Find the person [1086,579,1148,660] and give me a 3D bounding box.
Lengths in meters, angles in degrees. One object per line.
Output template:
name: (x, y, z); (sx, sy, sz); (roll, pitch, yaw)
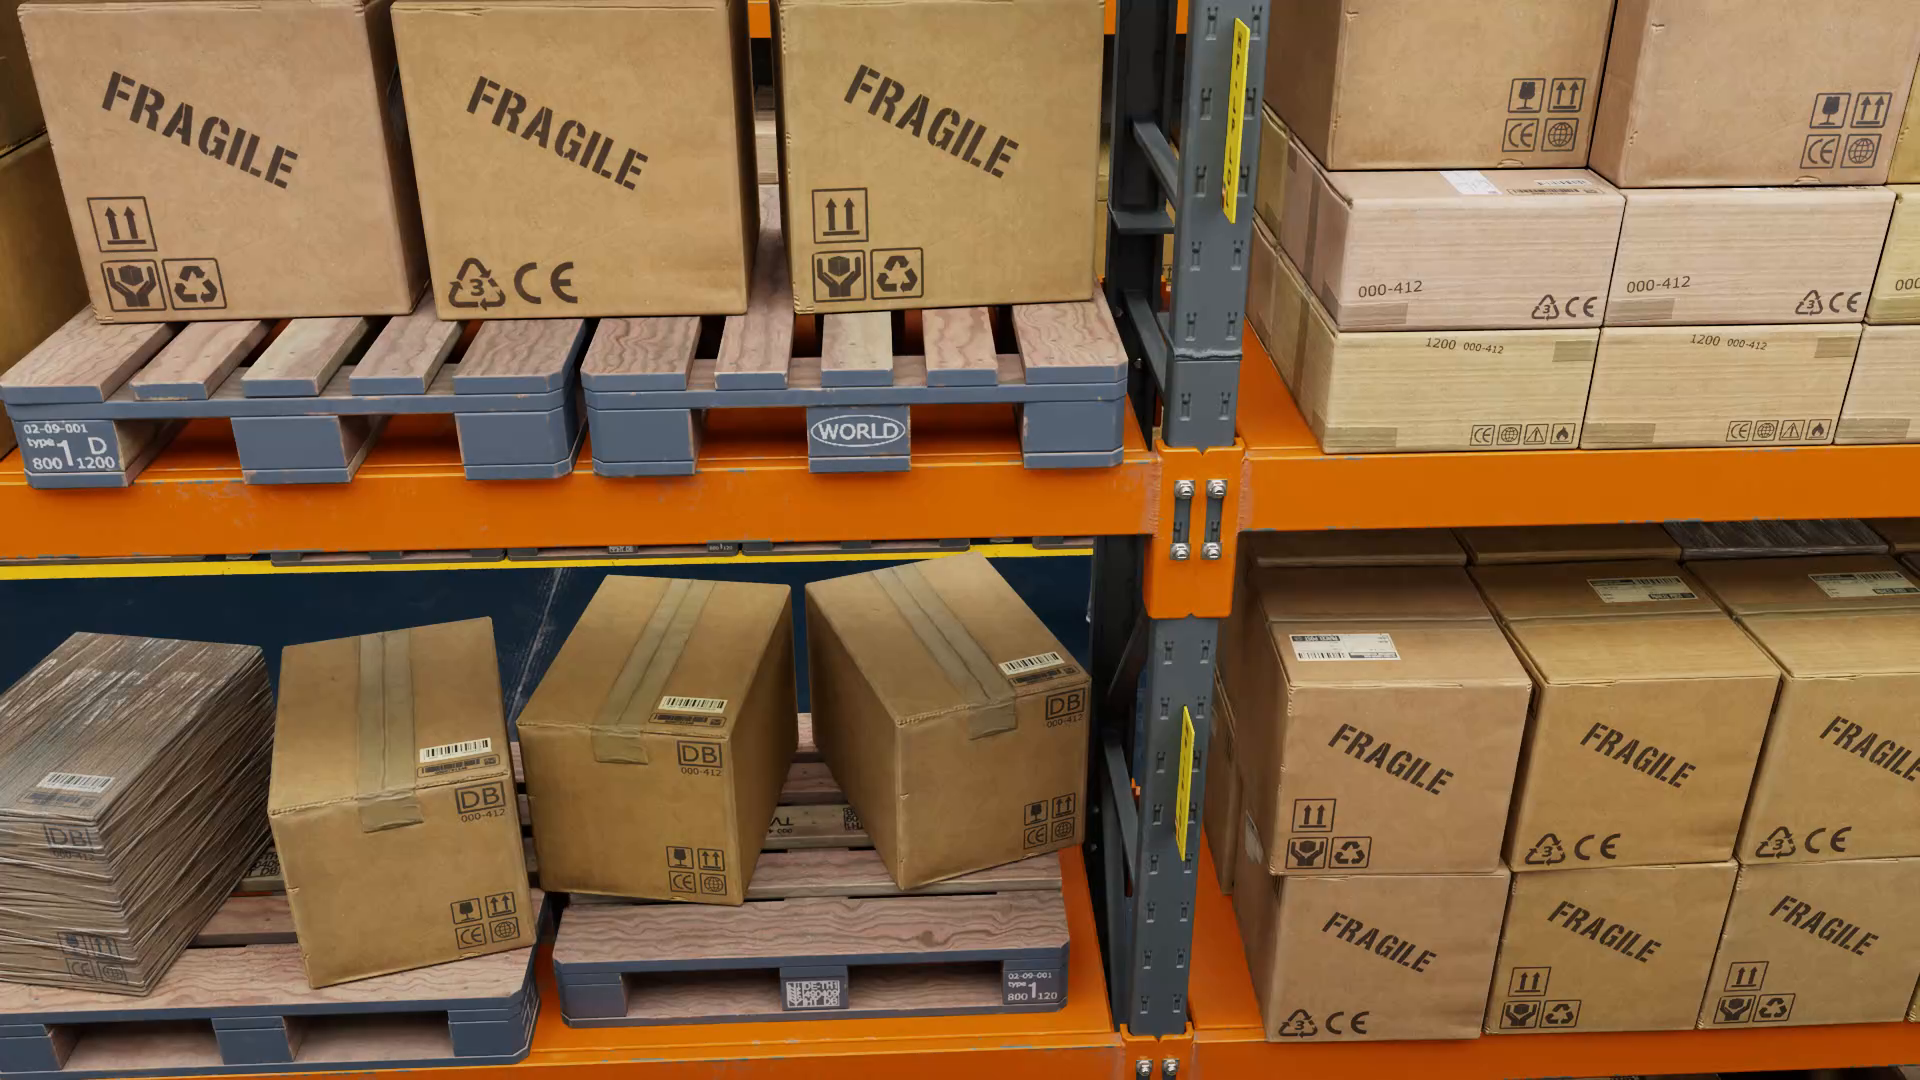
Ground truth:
person: (0.746, -0.276, 7.650); (0.397, 1.655, 0.518); (-3, 28, -5)
